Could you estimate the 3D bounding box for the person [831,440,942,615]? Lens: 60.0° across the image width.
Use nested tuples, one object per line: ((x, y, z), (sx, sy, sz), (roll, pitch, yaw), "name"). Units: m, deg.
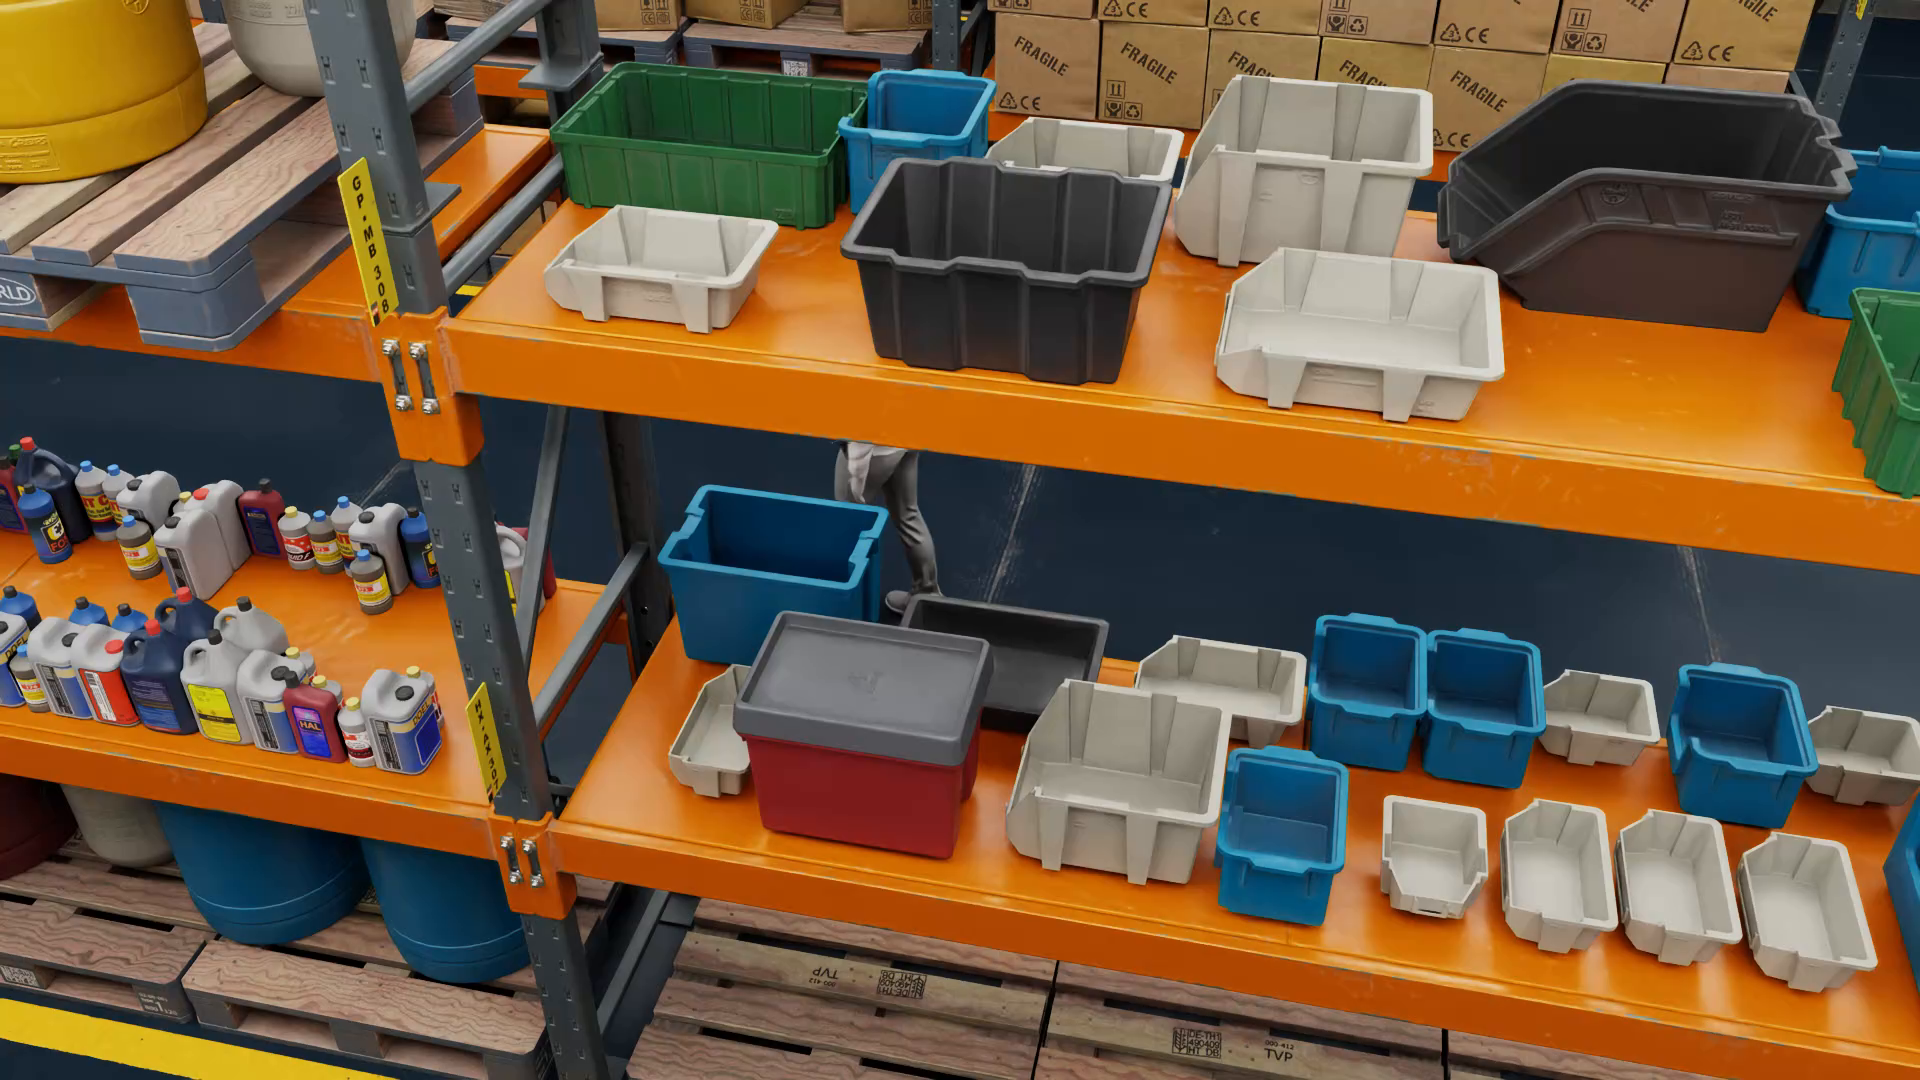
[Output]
((-0.364, -0.393, 6.656), (0.634, 1.672, 0.500), (19, 41, 24), "person")
